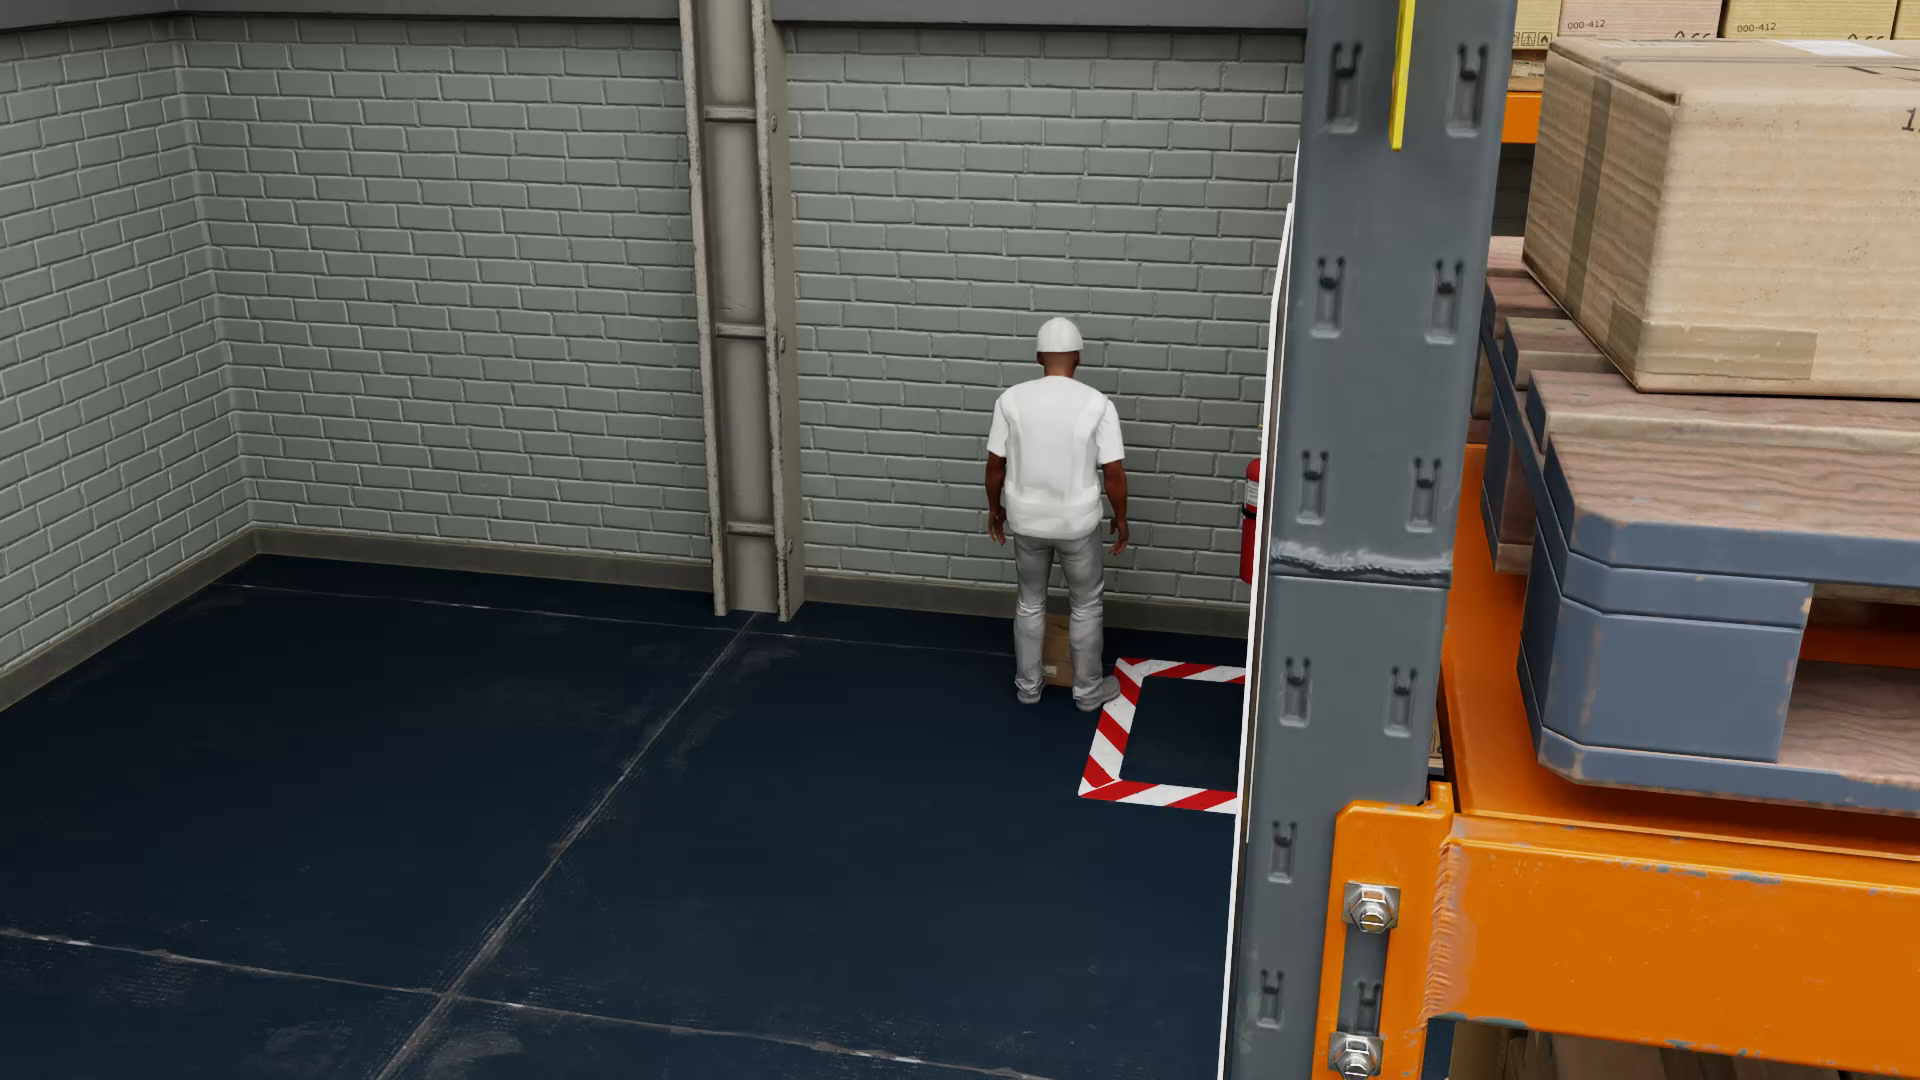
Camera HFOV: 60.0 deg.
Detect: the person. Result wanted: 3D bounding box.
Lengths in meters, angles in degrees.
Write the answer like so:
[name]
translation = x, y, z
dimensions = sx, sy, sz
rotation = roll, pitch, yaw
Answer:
[person]
translation = 0.429, -0.117, 7.326
dimensions = 0.637, 1.662, 0.354
rotation = 6, 22, 16
